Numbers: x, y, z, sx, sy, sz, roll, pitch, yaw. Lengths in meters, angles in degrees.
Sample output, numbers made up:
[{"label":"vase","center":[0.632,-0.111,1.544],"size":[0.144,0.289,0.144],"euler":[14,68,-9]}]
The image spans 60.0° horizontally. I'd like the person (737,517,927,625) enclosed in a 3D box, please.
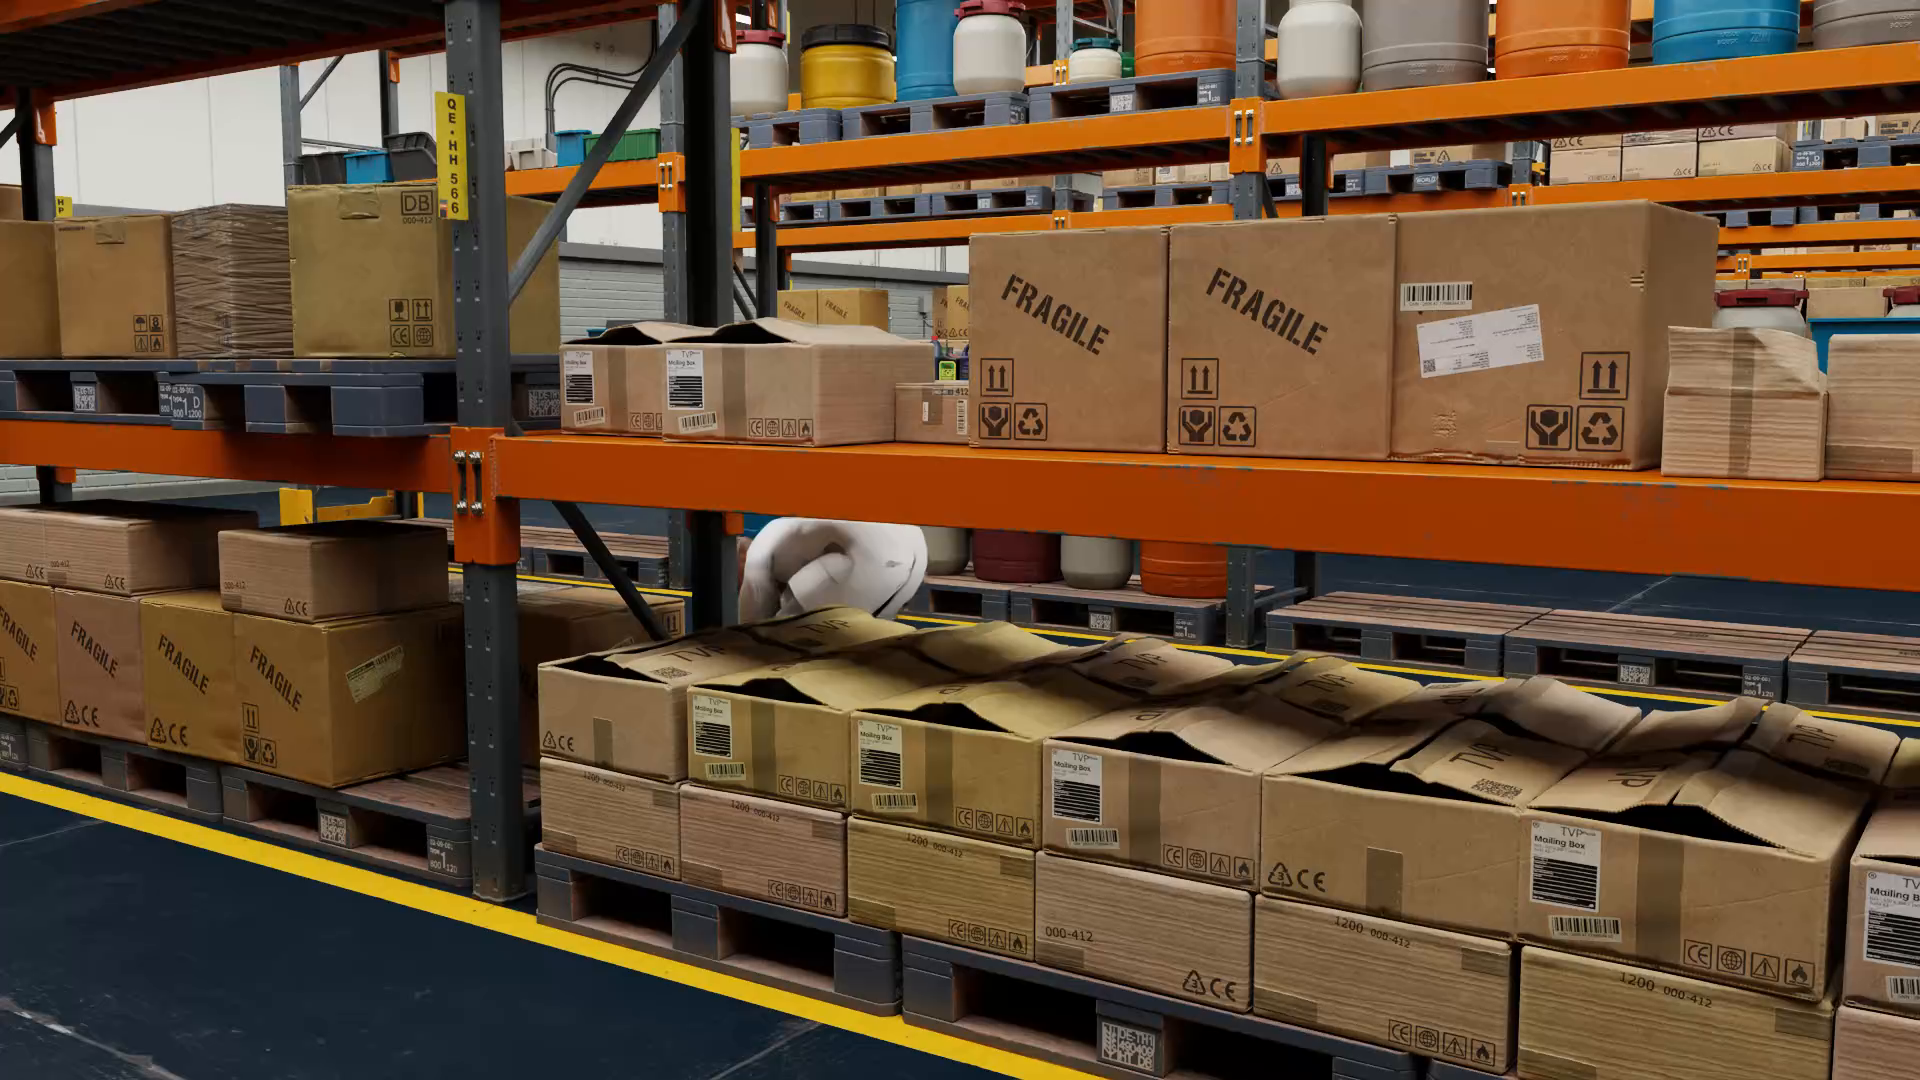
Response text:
[{"label":"person","center":[-0.568,0.310,6.518],"size":[0.942,0.995,0.592],"euler":[4,7,31]}]
